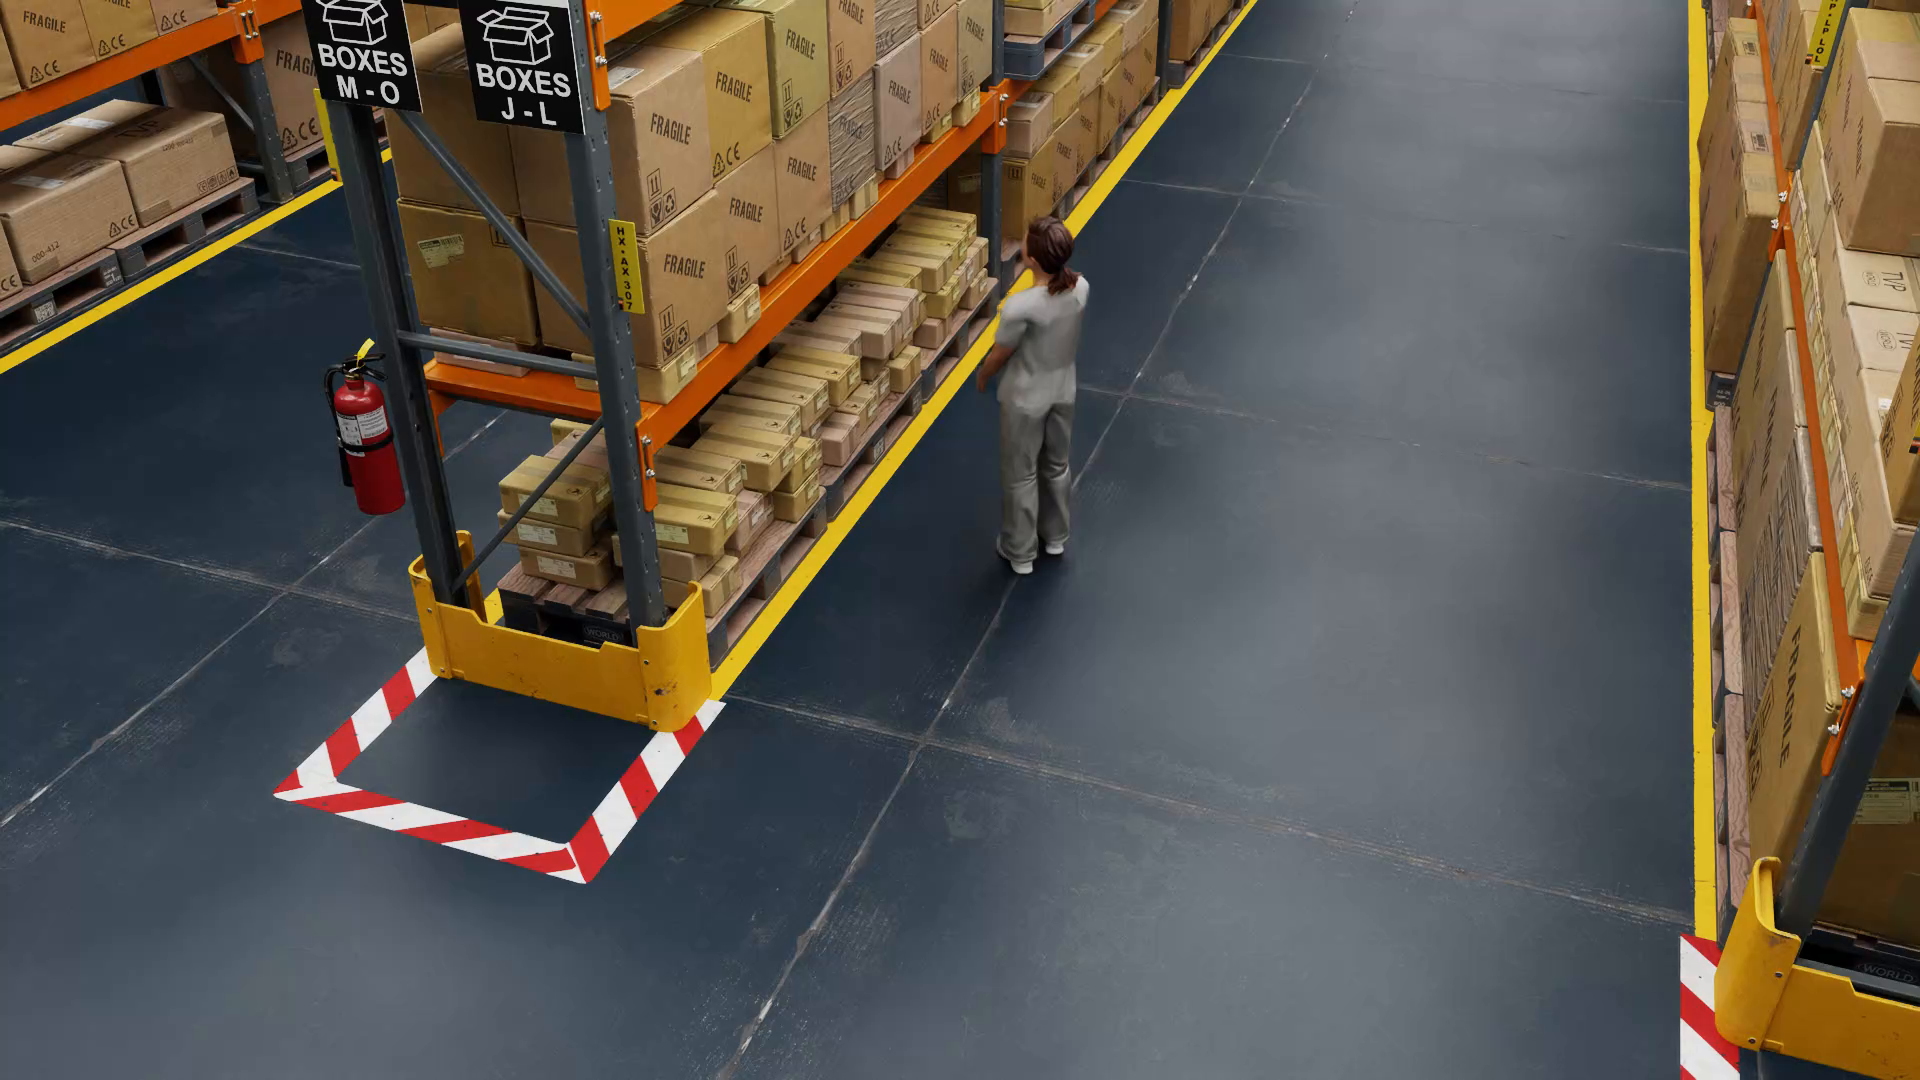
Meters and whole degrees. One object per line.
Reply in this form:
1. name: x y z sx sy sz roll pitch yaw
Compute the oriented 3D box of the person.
1. person: 0.326 -0.618 7.065 0.525 1.681 0.488 -22 39 -30
